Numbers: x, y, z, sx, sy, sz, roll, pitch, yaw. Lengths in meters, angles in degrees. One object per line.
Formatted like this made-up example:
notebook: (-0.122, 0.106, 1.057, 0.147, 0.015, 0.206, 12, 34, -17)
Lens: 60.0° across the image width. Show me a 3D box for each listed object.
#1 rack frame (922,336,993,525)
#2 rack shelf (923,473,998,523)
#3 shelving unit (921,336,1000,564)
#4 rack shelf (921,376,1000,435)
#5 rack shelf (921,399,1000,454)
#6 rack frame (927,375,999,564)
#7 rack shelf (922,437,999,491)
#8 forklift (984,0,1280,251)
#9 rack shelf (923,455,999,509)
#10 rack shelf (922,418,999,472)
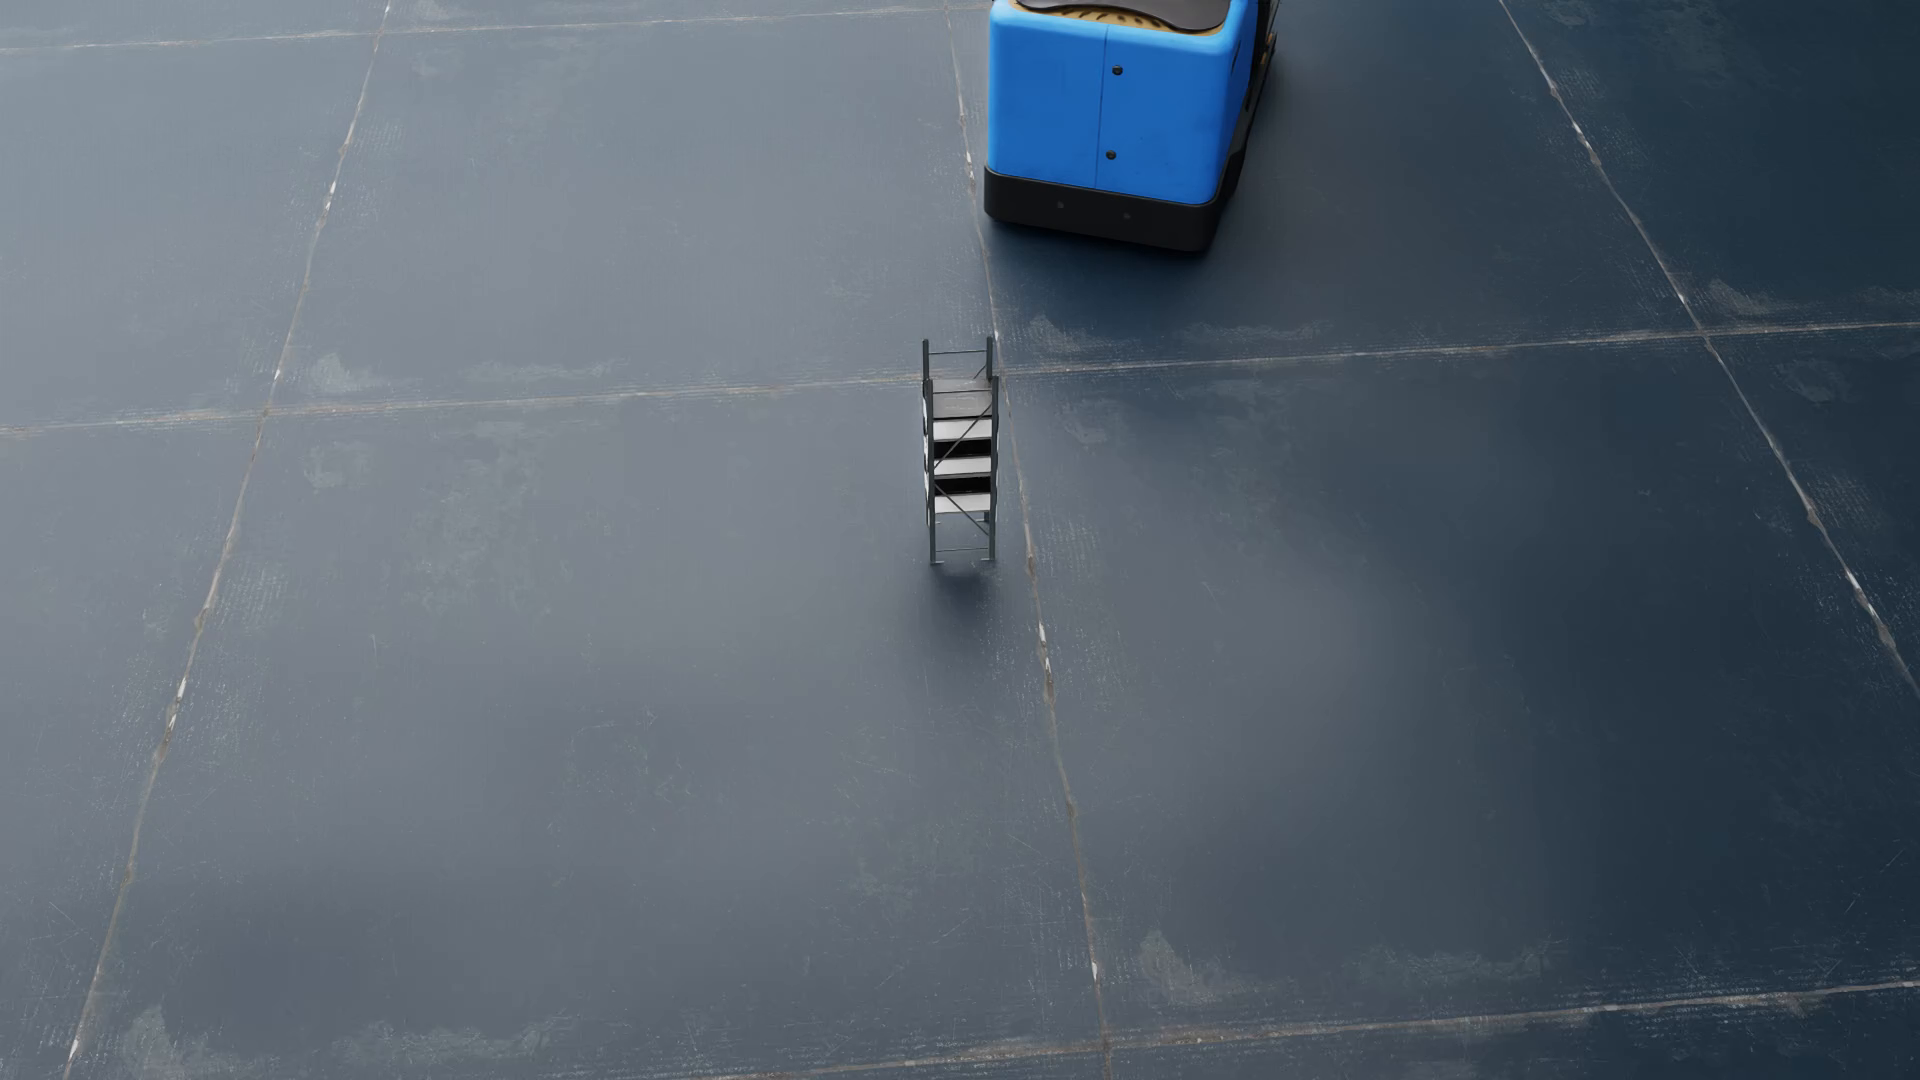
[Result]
rack frame: (-0.008, -0.377, 5.987, 0.240, 0.900, 0.006, -3, 47, -3)
rack shelf: (0.001, -0.157, 6.073, 0.258, 0.077, 0.200, -3, 47, -3)
shelving unit: (0.001, -0.304, 5.918, 0.258, 0.900, 0.210, -3, 47, -3)
rack shelf: (0.001, -0.466, 5.746, 0.258, 0.077, 0.200, -3, 47, -3)
rack shelf: (0.001, -0.404, 5.811, 0.258, 0.077, 0.200, -3, 47, -3)
rack frame: (0.009, -0.230, 5.848, 0.240, 0.900, 0.006, -3, 47, -3)
rack shelf: (0.001, -0.281, 5.942, 0.258, 0.077, 0.200, -3, 47, -3)
forklift: (0.998, -3.378, 7.431, 1.130, 2.935, 3.031, 12, 48, 11)
rack shelf: (0.001, -0.219, 6.007, 0.258, 0.077, 0.200, -3, 47, -3)
rack shelf: (0.001, -0.343, 5.877, 0.258, 0.077, 0.200, -3, 47, -3)
